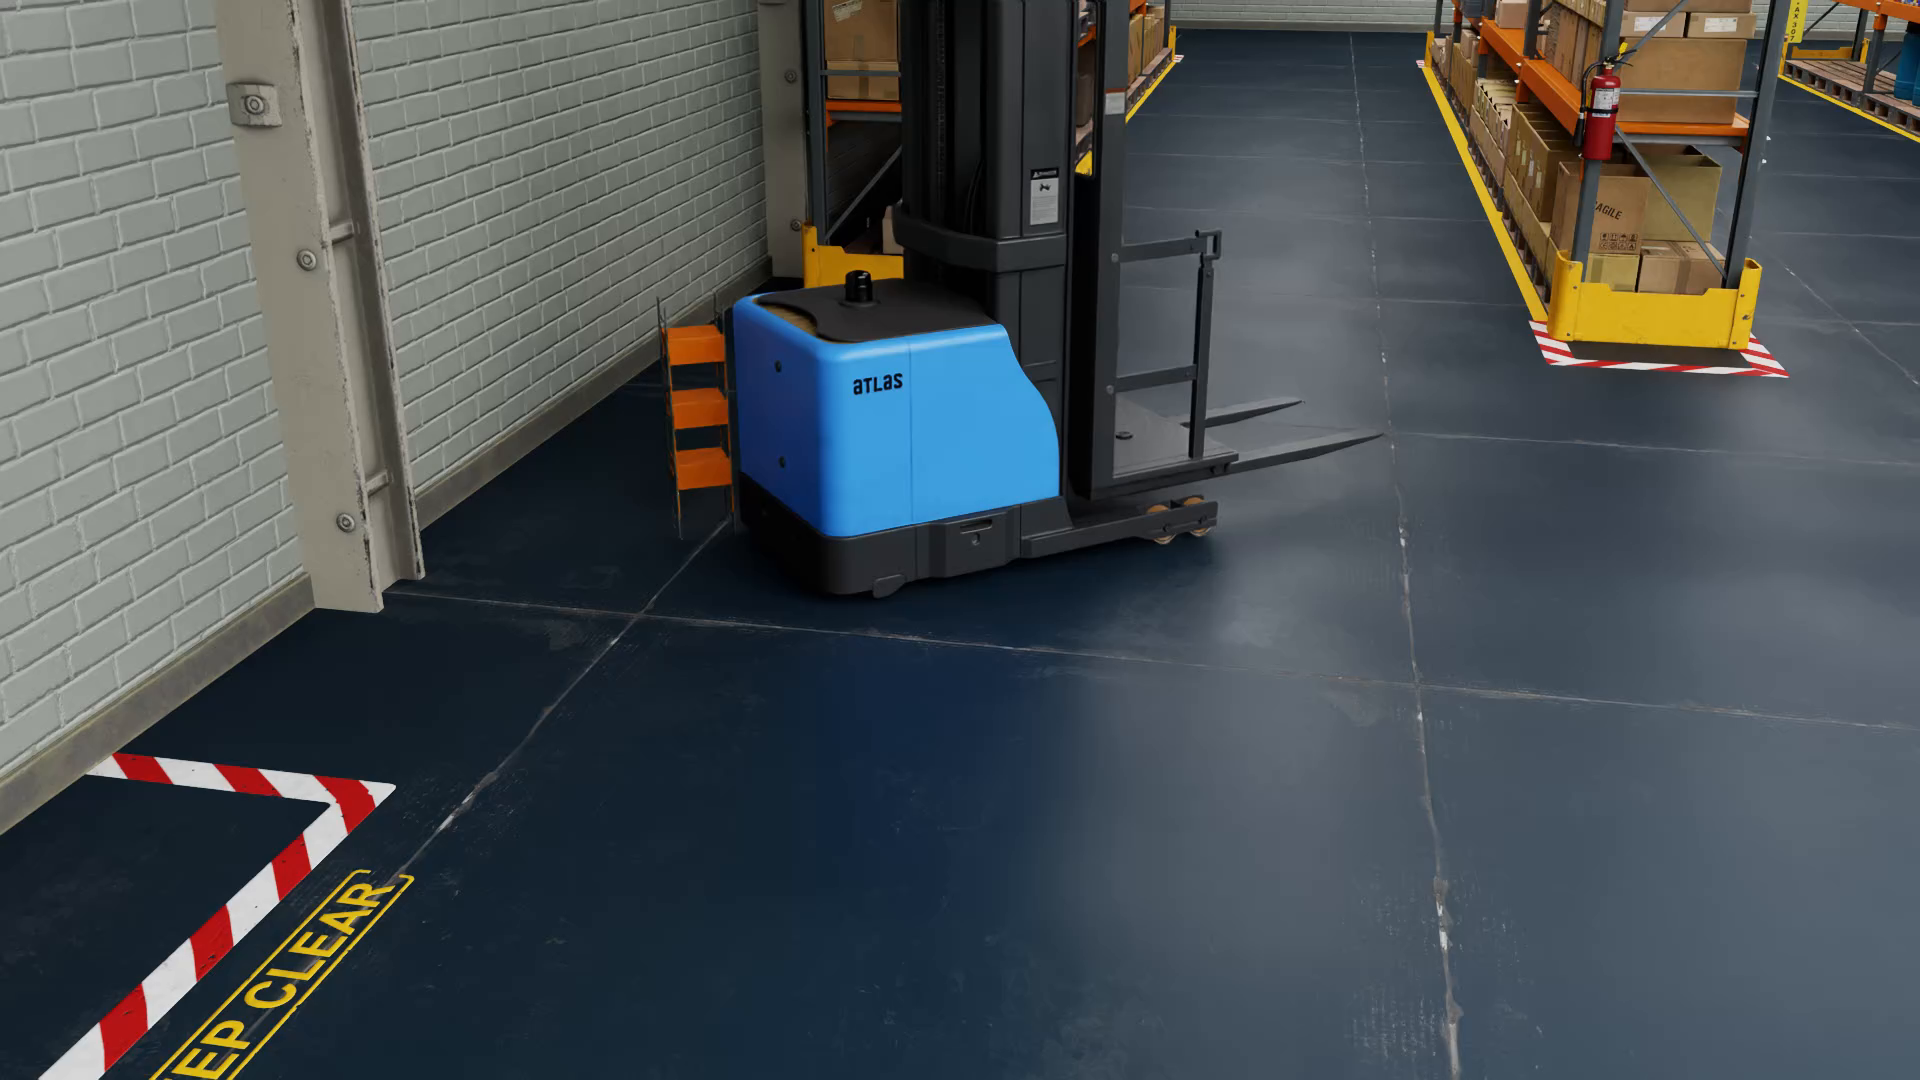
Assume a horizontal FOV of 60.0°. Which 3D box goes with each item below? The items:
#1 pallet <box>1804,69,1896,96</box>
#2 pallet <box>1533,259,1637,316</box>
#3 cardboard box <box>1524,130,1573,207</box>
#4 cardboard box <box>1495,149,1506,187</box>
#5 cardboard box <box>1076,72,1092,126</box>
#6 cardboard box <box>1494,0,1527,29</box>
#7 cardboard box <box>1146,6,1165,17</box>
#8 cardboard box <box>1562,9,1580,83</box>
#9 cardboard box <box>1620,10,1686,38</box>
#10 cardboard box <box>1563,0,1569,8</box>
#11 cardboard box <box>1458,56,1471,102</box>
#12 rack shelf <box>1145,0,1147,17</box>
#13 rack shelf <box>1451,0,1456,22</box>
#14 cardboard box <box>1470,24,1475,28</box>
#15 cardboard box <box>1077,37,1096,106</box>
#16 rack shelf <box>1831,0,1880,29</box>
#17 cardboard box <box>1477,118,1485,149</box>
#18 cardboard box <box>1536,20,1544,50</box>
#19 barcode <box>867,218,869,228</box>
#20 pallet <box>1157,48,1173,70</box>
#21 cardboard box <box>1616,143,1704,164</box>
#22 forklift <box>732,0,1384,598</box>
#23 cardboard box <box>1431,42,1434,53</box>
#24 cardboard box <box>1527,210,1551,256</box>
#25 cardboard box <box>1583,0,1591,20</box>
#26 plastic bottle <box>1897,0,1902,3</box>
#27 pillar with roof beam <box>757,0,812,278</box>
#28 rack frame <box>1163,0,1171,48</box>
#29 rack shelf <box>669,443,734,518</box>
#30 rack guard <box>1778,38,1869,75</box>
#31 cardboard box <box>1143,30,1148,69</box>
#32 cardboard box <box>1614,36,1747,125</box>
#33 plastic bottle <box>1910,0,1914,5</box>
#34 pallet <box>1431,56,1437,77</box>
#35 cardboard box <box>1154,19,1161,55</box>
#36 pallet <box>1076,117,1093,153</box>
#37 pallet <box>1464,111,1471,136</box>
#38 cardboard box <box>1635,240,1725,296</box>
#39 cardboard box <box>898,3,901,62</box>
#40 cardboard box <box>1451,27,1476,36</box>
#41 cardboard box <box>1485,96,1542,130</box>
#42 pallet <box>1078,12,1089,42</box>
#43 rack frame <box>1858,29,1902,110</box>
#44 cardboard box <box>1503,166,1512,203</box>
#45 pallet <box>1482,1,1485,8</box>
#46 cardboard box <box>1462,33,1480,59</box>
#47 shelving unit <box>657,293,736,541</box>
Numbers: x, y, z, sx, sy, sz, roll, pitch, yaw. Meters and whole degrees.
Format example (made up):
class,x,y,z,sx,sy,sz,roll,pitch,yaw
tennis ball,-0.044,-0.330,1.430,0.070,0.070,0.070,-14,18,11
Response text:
class,x,y,z,sx,sy,sz,roll,pitch,yaw
pallet,11.999,-6.116,22.257,1.003,0.211,1.213,4,22,11
pallet,4.459,-1.670,11.217,1.003,0.211,1.213,4,22,11
cardboard box,4.455,-2.716,12.197,0.500,0.500,0.500,4,22,11
cardboard box,4.961,-3.236,14.493,0.500,0.250,0.500,4,22,10
cardboard box,1.030,-4.760,17.914,0.700,0.500,0.500,5,22,12
cardboard box,5.604,-5.253,16.500,0.500,0.311,0.500,4,22,10
cardboard box,2.865,-7.920,24.919,0.380,0.149,0.250,4,22,10
cardboard box,4.868,-3.650,12.269,0.700,0.500,0.500,5,22,12
cardboard box,4.235,-3.182,10.237,0.380,0.149,0.250,4,22,10
cardboard box,4.708,-4.033,12.351,0.380,0.149,0.250,4,22,9
cardboard box,6.144,-5.392,19.485,0.500,0.500,0.500,4,22,9
rack shelf,2.350,-7.843,23.776,1.077,0.370,4.000,4,22,11
rack shelf,7.200,-7.467,22.842,1.077,0.370,4.000,4,22,11
cardboard box,7.739,-7.359,24.368,0.500,0.500,0.500,4,22,11
cardboard box,1.404,-5.439,19.159,0.750,0.750,0.750,4,22,10
rack shelf,12.049,-7.088,21.901,1.077,0.370,4.000,4,22,11
cardboard box,5.380,-3.982,16.344,0.500,0.250,0.500,4,22,10
cardboard box,5.159,-4.417,14.485,0.396,0.266,0.258,4,22,10
barcode,-0.665,-2.301,12.050,0.001,0.075,0.075,4,22,11
pallet,2.672,-7.316,25.238,1.003,0.211,1.213,4,22,11
cardboard box,4.860,-2.494,11.645,0.500,0.500,0.500,4,22,11
forklift,0.564,-1.505,7.166,3.031,2.935,1.130,-12,25,-27
cardboard box,7.187,-7.287,24.659,0.380,0.149,0.250,4,22,11
cardboard box,4.354,-2.185,11.883,0.500,0.250,0.500,4,22,11
cardboard box,4.498,-3.656,11.413,0.380,0.149,0.250,5,22,12
plastic bottle,11.121,-6.486,19.598,0.061,0.283,0.133,4,22,11
pillar with roof beam,3.004,-5.833,9.792,9.100,9.000,0.400,4,22,11
rack frame,2.758,-8.908,25.458,1.000,3.000,0.127,4,22,11
rack shelf,-1.150,-0.266,7.382,0.240,0.259,0.215,-7,23,-17
rack guard,12.449,-7.003,24.074,1.175,0.500,0.348,4,22,11
cardboard box,2.195,-6.746,22.873,0.700,0.500,0.500,5,22,12
cardboard box,4.451,-2.897,10.397,0.700,0.500,0.500,4,22,11
plastic bottle,11.048,-6.316,19.193,0.097,0.271,0.097,0,22,0
pallet,7.431,-6.919,24.251,1.003,0.211,1.213,4,22,11
cardboard box,2.611,-7.497,24.737,0.700,0.500,0.500,4,22,11
pallet,0.965,-4.403,18.005,1.003,0.211,1.213,4,22,11
pallet,6.165,-4.583,18.450,1.003,0.211,1.213,4,22,11
cardboard box,4.671,-1.779,10.874,0.500,0.250,0.500,4,22,11
cardboard box,-0.115,-3.496,11.189,0.500,0.500,0.500,4,22,11
cardboard box,7.171,-6.803,22.982,0.797,0.503,0.637,4,22,11
cardboard box,5.272,-4.049,15.761,0.500,0.311,0.500,4,22,10
pallet,0.608,-4.699,15.263,1.003,0.211,1.213,4,22,11
rack frame,11.641,-6.690,19.950,1.000,3.000,0.127,4,22,11
cardboard box,4.768,-2.916,13.698,0.500,0.250,0.500,4,22,11
pallet,6.368,-6.229,19.061,1.003,0.211,1.213,4,22,11
cardboard box,6.149,-5.754,19.379,0.500,0.250,0.500,4,22,10
shelving unit,-1.150,-0.534,7.274,0.252,1.050,0.215,-7,23,-17
